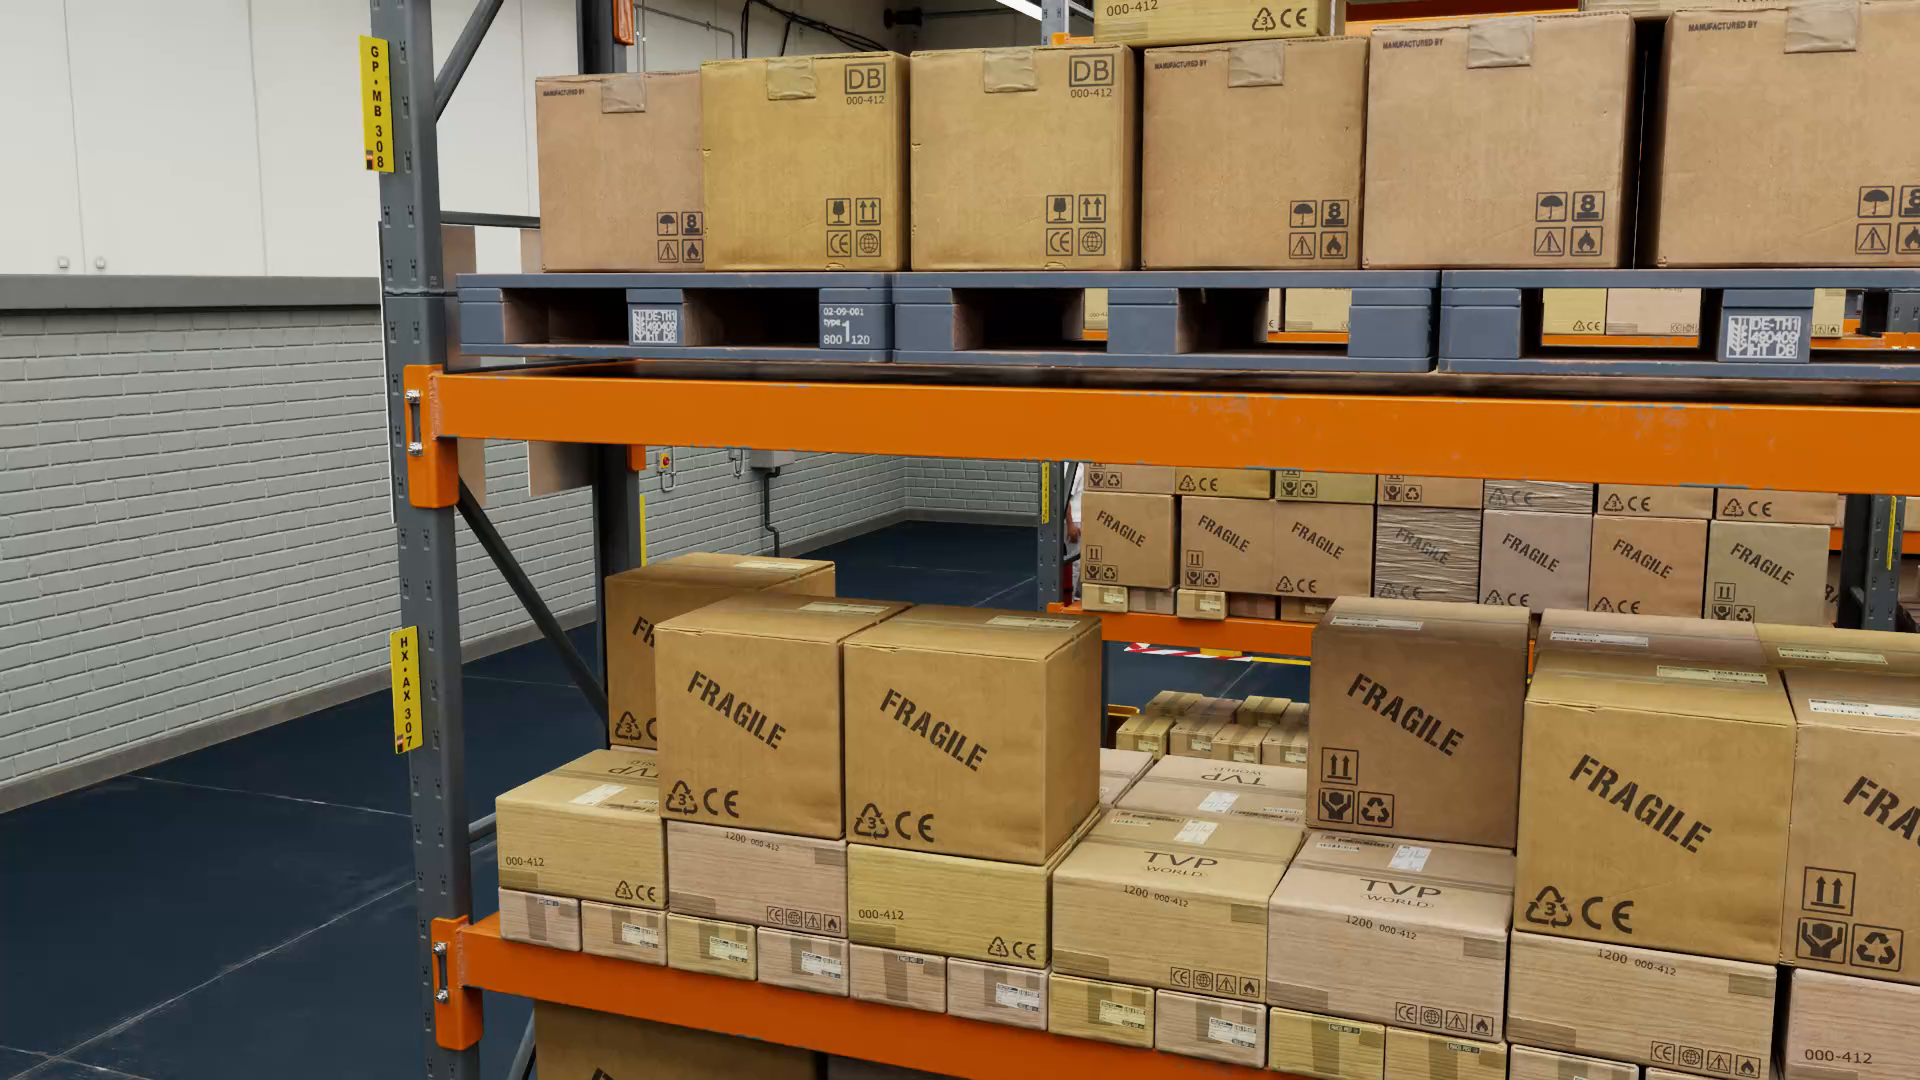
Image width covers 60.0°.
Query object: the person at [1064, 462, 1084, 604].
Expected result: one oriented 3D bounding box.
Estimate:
[{"bbox_3d":[1.098,-0.168,15.393,0.456,1.761,0.627,3,9,21],"label":"person"}]
